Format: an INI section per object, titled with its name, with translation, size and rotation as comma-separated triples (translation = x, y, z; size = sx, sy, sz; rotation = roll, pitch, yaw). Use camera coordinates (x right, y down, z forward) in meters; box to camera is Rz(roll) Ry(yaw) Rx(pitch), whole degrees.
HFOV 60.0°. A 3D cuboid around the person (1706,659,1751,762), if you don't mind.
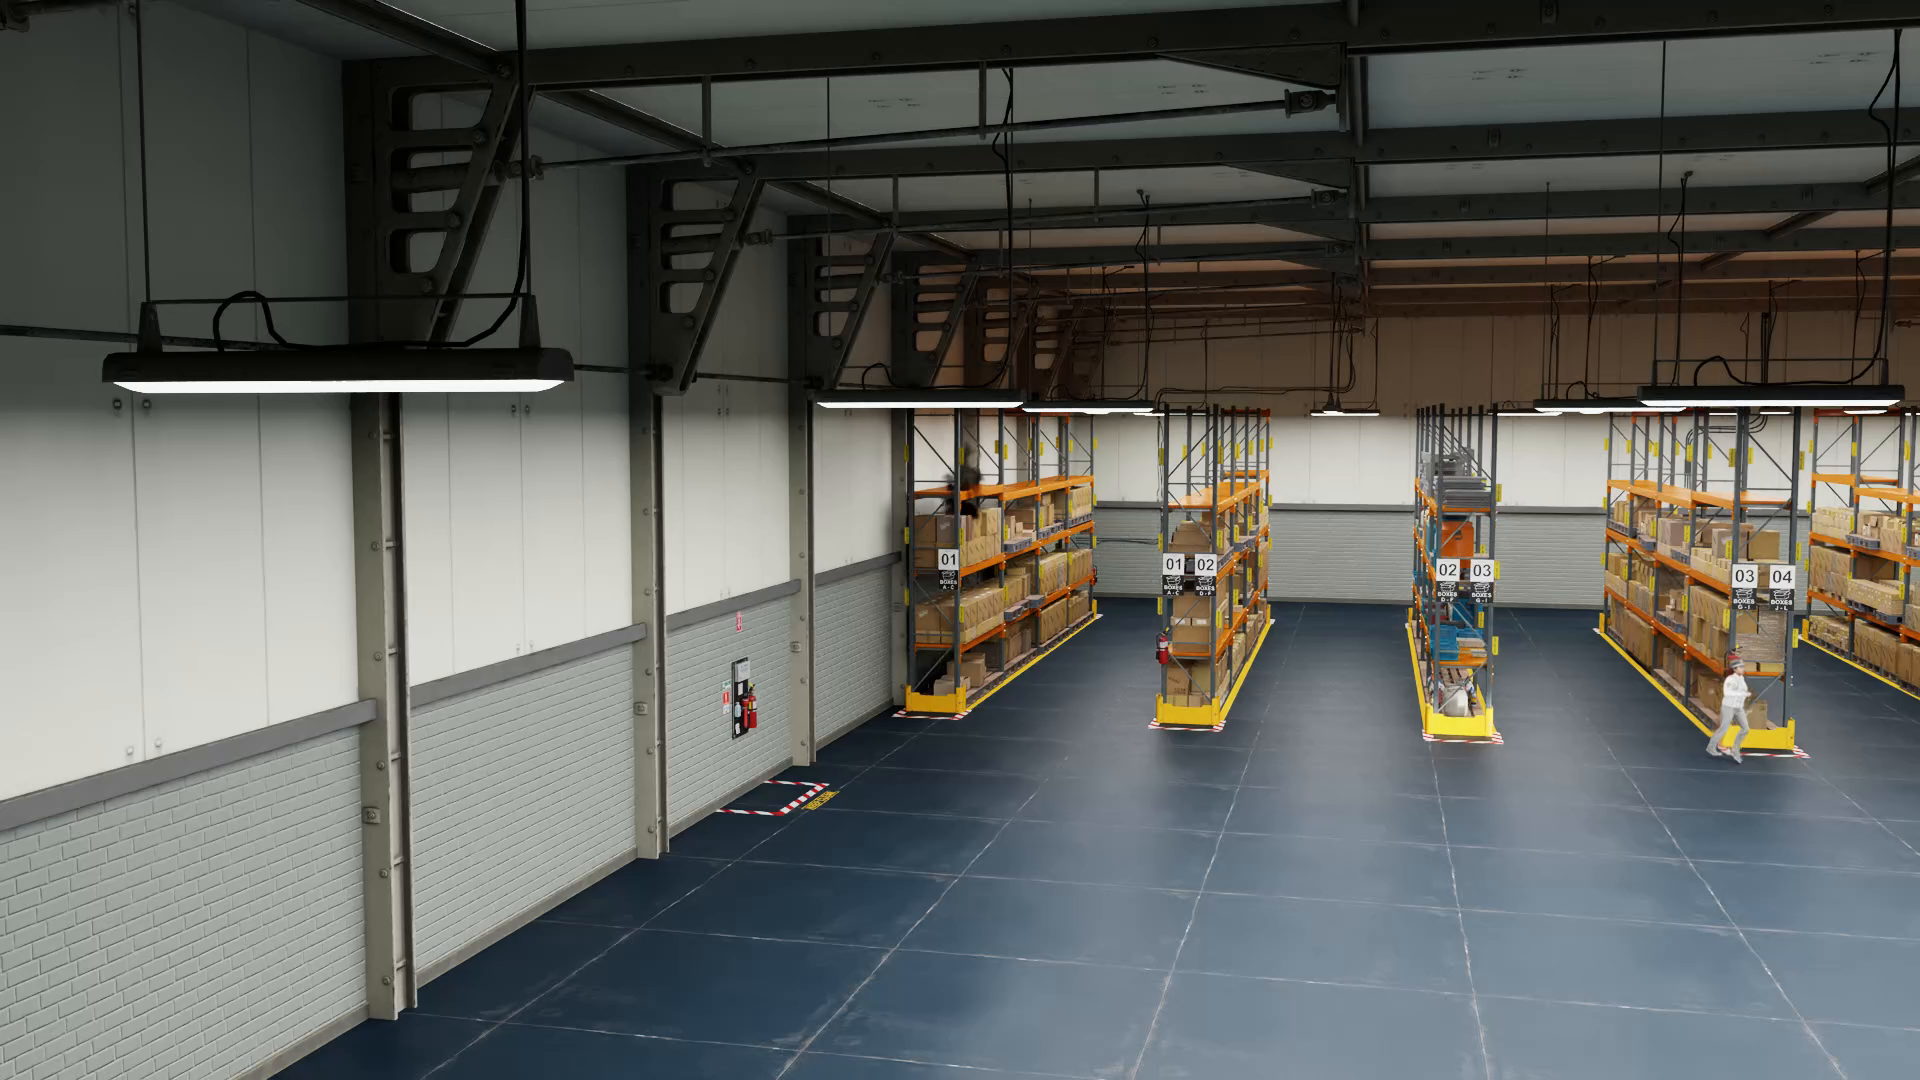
[person]
translation = 12.998, 2.857, 27.951
size = 0.612, 1.744, 0.713
rotation = -3, 5, -31
